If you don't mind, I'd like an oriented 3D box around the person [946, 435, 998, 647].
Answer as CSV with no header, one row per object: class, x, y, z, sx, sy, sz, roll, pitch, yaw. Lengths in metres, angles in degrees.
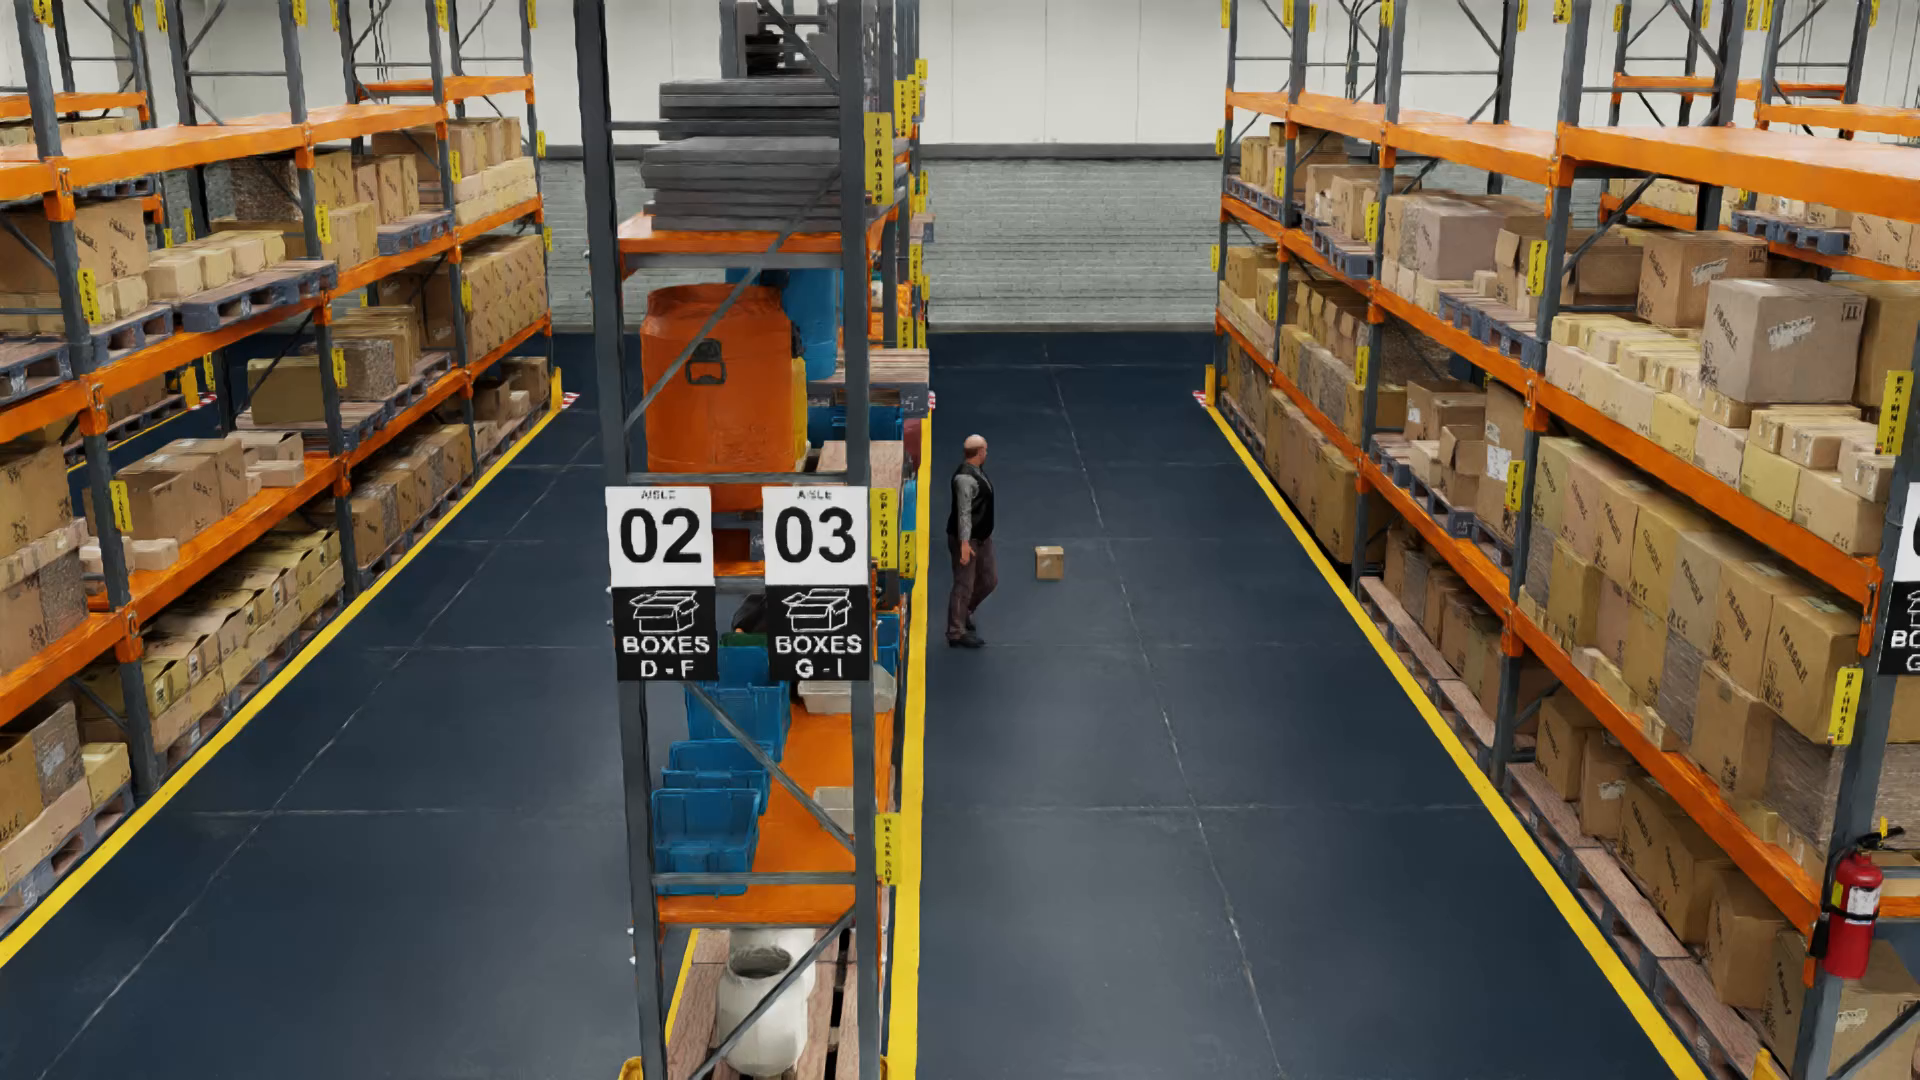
person,0.085,-0.013,13.639,0.417,1.696,0.639,6,18,19
